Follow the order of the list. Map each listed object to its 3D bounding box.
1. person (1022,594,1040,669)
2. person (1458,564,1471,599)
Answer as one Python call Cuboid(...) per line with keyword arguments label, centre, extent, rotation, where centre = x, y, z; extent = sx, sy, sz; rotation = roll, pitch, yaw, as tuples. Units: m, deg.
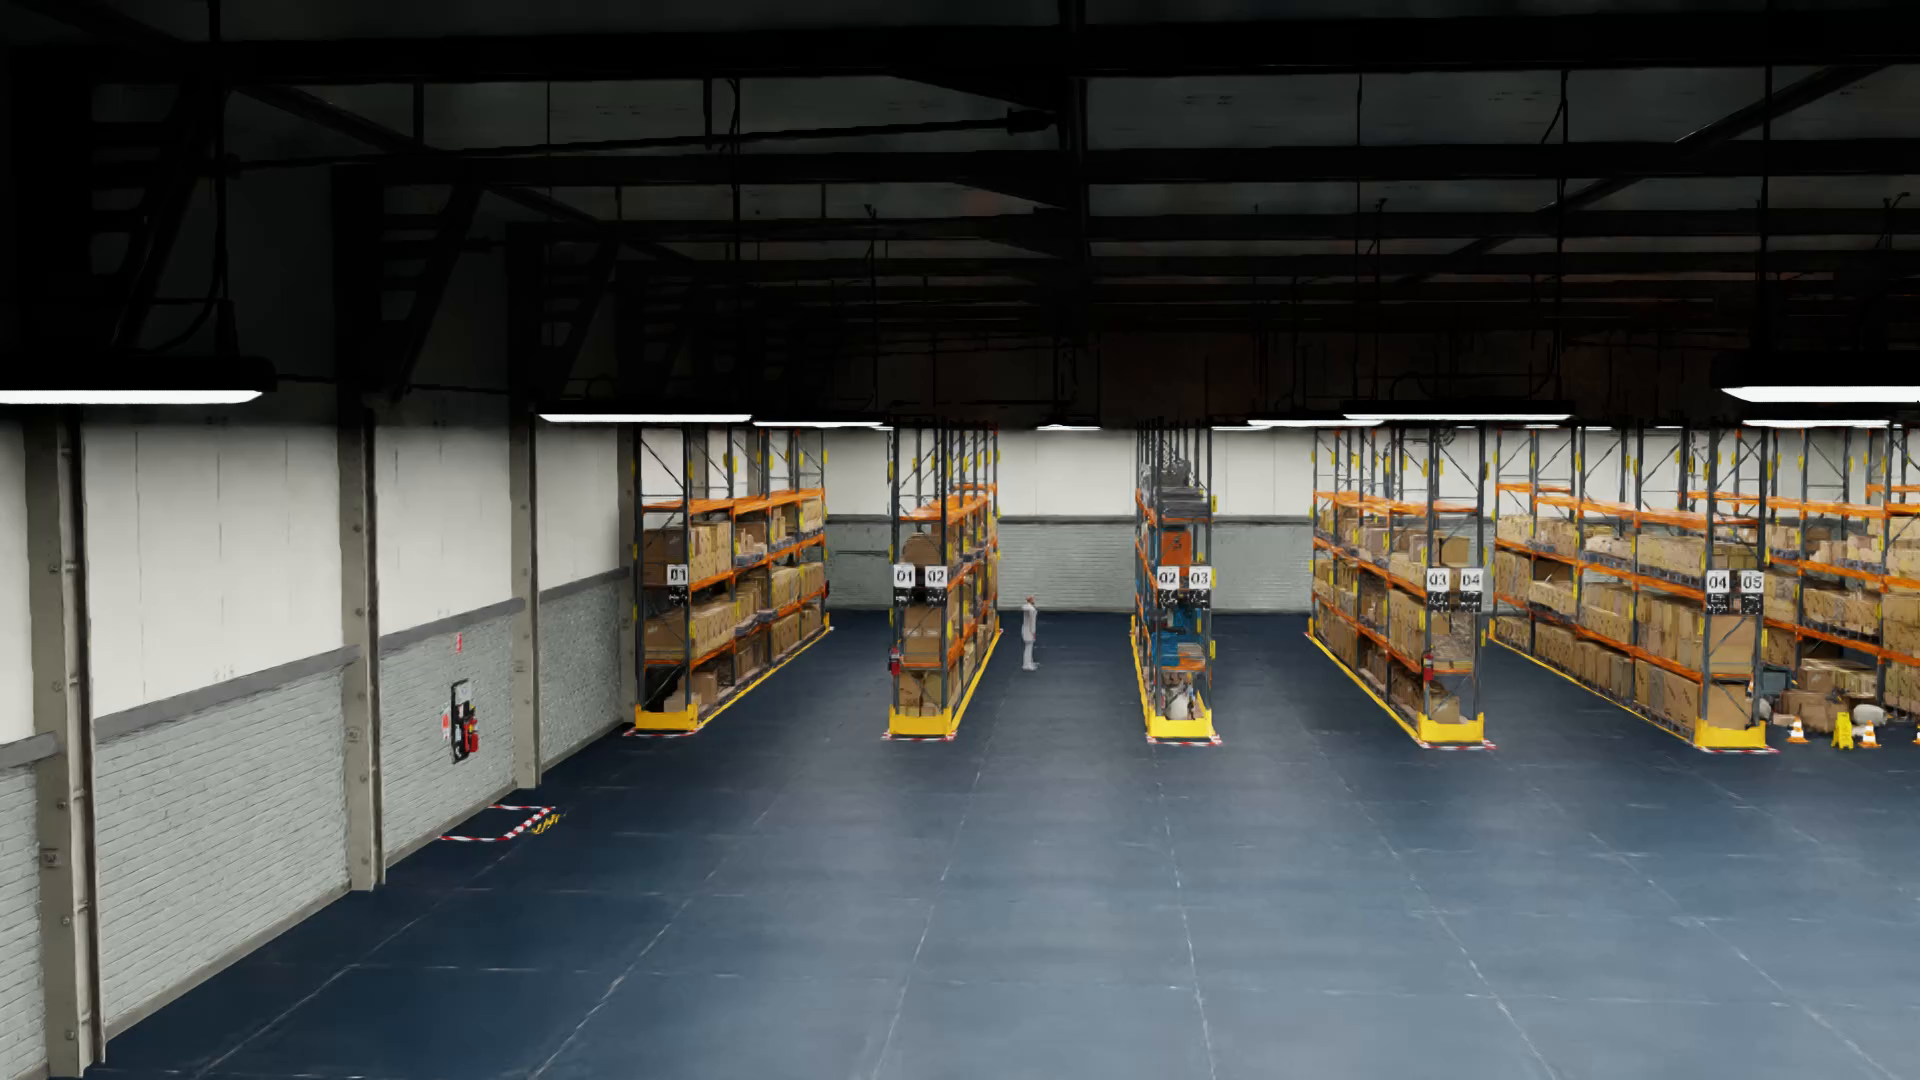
Cuboid(label="person", centre=(1.725, 2.195, 40.103), extent=(0.522, 1.790, 0.652), rotation=(-1, 4, -15))
Cuboid(label="person", centre=(15.356, 1.566, 50.246), extent=(0.576, 1.712, 1.090), rotation=(1, 4, 14))
